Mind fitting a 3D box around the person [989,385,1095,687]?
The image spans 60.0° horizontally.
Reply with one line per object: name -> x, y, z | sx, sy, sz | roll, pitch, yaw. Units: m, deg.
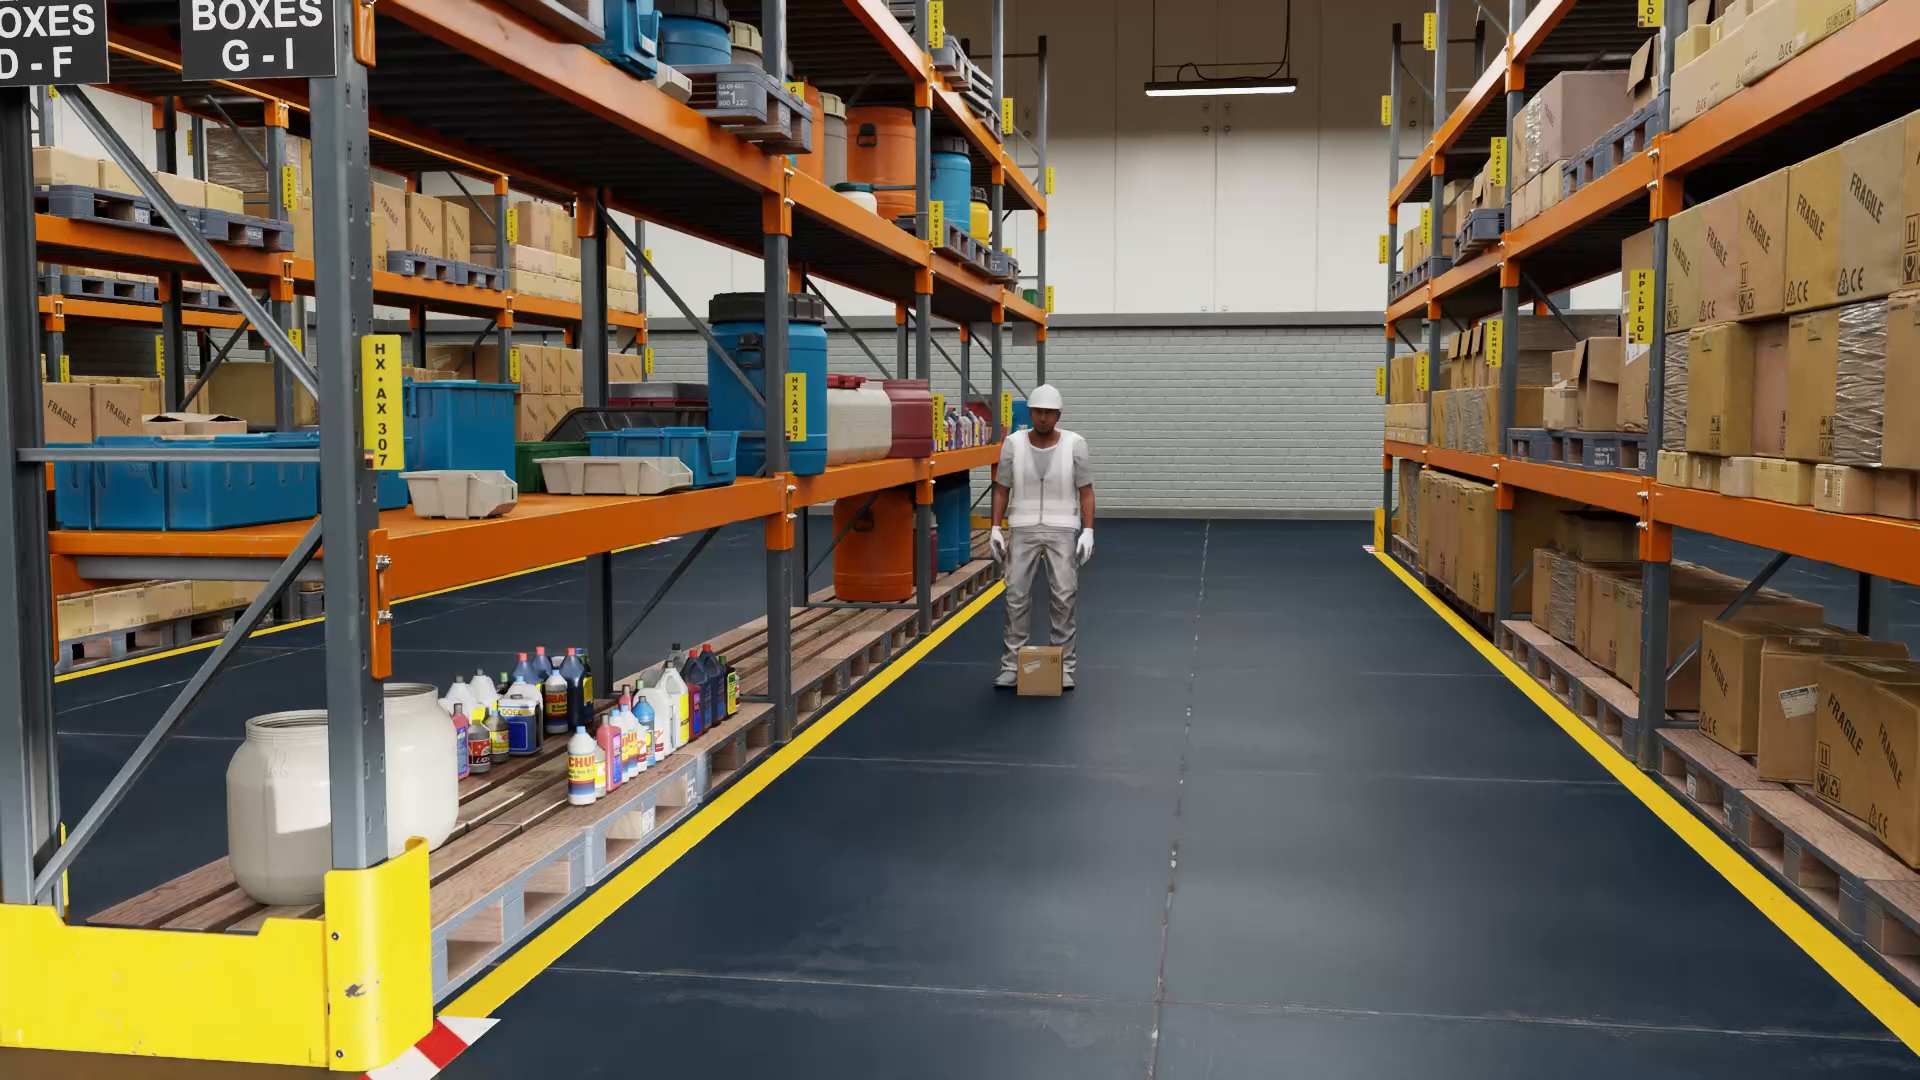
person -> 0.483, -0.021, 9.777 | 0.618, 1.775, 0.446 | 1, 4, 9
